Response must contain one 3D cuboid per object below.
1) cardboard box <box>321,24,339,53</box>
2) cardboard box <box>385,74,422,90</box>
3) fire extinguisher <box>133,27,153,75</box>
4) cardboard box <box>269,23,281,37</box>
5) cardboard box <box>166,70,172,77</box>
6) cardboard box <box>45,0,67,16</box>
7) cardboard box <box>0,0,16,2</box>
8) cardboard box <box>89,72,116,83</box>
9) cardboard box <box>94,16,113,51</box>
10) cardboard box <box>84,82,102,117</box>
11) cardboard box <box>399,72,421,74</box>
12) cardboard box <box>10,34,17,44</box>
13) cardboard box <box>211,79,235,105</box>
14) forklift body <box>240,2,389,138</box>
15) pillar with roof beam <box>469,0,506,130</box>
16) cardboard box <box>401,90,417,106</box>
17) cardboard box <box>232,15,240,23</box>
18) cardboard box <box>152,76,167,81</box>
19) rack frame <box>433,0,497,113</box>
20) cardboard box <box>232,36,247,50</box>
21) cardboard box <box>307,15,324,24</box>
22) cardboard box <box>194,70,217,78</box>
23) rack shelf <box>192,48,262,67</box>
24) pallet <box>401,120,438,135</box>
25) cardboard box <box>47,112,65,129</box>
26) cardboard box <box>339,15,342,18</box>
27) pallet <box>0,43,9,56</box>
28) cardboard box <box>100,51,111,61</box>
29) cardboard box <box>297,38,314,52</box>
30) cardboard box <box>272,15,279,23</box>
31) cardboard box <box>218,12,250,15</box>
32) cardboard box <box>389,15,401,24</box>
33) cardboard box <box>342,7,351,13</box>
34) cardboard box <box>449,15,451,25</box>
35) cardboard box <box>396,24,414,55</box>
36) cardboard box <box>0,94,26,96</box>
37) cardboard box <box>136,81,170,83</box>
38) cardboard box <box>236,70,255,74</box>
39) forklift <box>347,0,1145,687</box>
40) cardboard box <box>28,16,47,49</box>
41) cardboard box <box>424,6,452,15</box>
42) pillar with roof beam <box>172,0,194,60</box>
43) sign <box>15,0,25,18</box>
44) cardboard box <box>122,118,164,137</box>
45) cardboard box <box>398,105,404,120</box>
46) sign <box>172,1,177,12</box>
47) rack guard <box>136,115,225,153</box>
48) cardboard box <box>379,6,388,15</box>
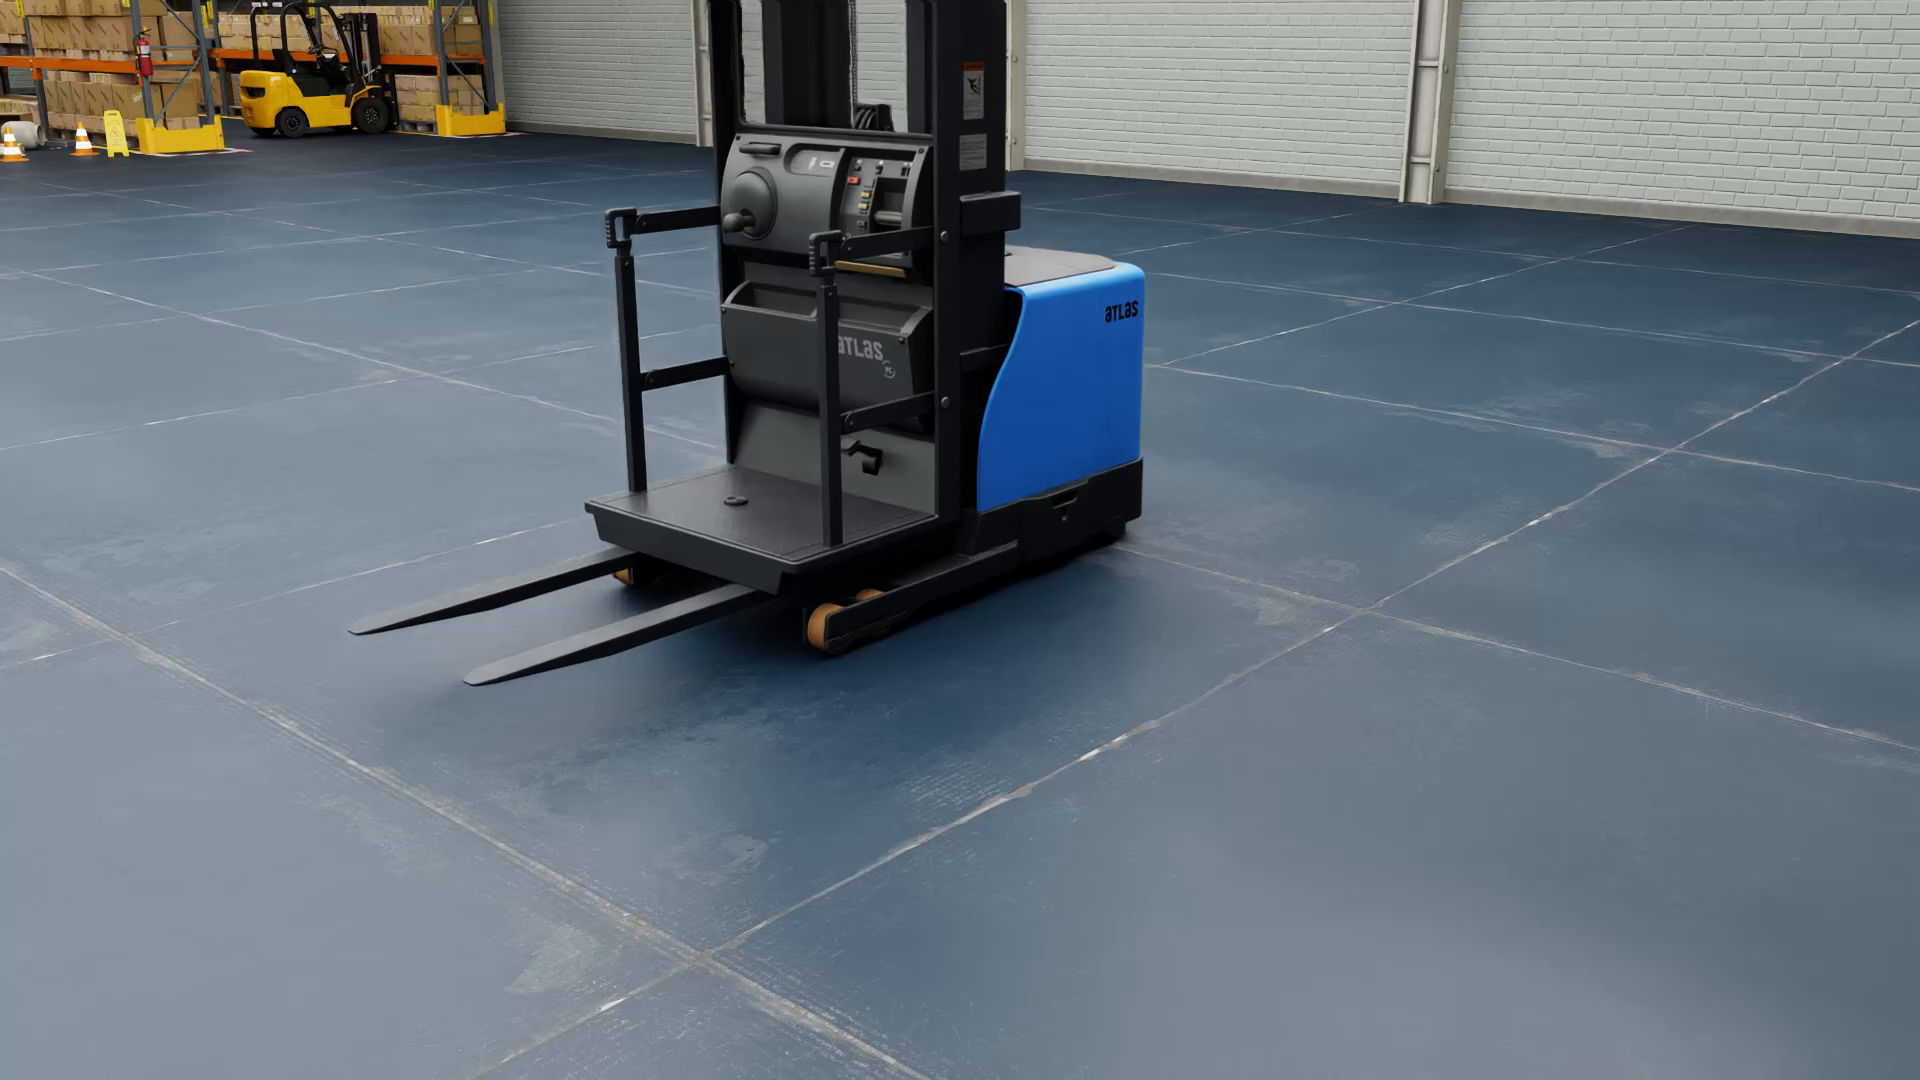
[{"bbox_3d":[-11.267,-9.147,30.310,0.500,0.500,0.500,14,22,38],"label":"cardboard box"},{"bbox_3d":[-9.755,-8.033,29.162,0.500,0.250,0.500,15,23,40],"label":"cardboard box"},{"bbox_3d":[-11.946,-7.157,24.331,0.183,0.674,0.296,15,23,39],"label":"fire extinguisher"},{"bbox_3d":[-12.730,-9.661,31.515,0.500,0.250,0.500,16,23,40],"label":"cardboard box"},{"bbox_3d":[-16.483,-9.842,35.030,0.250,0.149,0.380,15,23,39],"label":"cardboard box"},{"bbox_3d":[-13.807,-8.438,25.931,0.500,0.500,0.700,14,23,38],"label":"cardboard box"},{"bbox_3d":[-15.737,-9.000,27.587,0.250,0.149,0.380,14,22,38],"label":"cardboard box"},{"bbox_3d":[-13.199,-7.142,25.696,0.250,0.149,0.380,16,24,42],"label":"cardboard box"},{"bbox_3d":[-12.686,-7.658,25.127,0.500,0.500,0.500,15,23,39],"label":"cardboard box"},{"bbox_3d":[-13.263,-6.876,25.932,0.500,0.500,0.500,14,23,38],"label":"cardboard box"},{"bbox_3d":[-9.789,-8.257,29.868,0.500,0.250,0.500,14,23,38],"label":"cardboard box"},{"bbox_3d":[-15.471,-8.302,27.534,0.250,0.149,0.380,14,22,38],"label":"cardboard box"},{"bbox_3d":[-14.876,-9.096,33.751,0.500,0.500,0.500,16,24,41],"label":"cardboard box"},{"bbox_3d":[-11.063,-8.008,28.289,1.214,2.155,2.313,15,23,39],"label":"forklift body"},{"bbox_3d":[-11.214,-10.674,25.368,0.400,9.000,9.100,15,23,39],"label":"pillar with roof beam"},{"bbox_3d":[-9.373,-7.702,28.948,0.500,0.250,0.500,15,23,39],"label":"cardboard box"},{"bbox_3d":[-13.965,-10.178,32.485,0.250,0.149,0.380,16,24,41],"label":"cardboard box"},{"bbox_3d":[-16.792,-9.610,35.371,0.500,0.500,0.500,15,23,39],"label":"cardboard box"},{"bbox_3d":[-8.434,-8.444,28.261,0.127,3.000,1.000,15,23,39],"label":"rack frame"},{"bbox_3d":[-13.875,-9.733,32.568,0.500,0.250,0.500,14,23,38],"label":"cardboard box"},{"bbox_3d":[-11.828,-9.623,30.736,0.250,0.149,0.380,16,24,41],"label":"cardboard box"},{"bbox_3d":[-15.514,-9.584,34.219,0.250,0.149,0.380,16,24,41],"label":"cardboard box"},{"bbox_3d":[-15.913,-10.109,34.697,4.000,0.370,1.077,15,23,39],"label":"rack shelf"},{"bbox_3d":[-9.033,-7.259,29.137,1.213,0.211,1.003,15,23,39],"label":"pallet"},{"bbox_3d":[-14.455,-6.834,27.037,0.500,0.250,0.500,14,22,37],"label":"cardboard box"},{"bbox_3d":[-10.953,-9.383,29.982,0.250,0.149,0.380,15,23,39],"label":"cardboard box"},{"bbox_3d":[-16.201,-8.447,28.587,1.213,0.211,1.003,15,23,39],"label":"pallet"},{"bbox_3d":[-12.801,-7.355,25.242,0.250,0.149,0.380,16,23,40],"label":"cardboard box"},{"bbox_3d":[-11.976,-9.218,30.947,0.500,0.250,0.500,16,23,40],"label":"cardboard box"},{"bbox_3d":[-12.804,-9.873,31.524,0.250,0.149,0.380,15,23,40],"label":"cardboard box"},{"bbox_3d":[-14.698,-10.437,33.681,0.500,0.500,0.500,16,24,42],"label":"cardboard box"},{"bbox_3d":[-9.652,-9.013,28.816,0.250,0.149,0.380,14,22,38],"label":"cardboard box"},{"bbox_3d":[-10.807,-9.459,29.728,0.250,0.149,0.380,16,23,40],"label":"cardboard box"},{"bbox_3d":[-8.742,-8.963,28.658,0.250,0.149,0.380,15,23,39],"label":"cardboard box"},{"bbox_3d":[-9.358,-8.638,28.705,0.500,0.500,0.500,16,24,41],"label":"cardboard box"},{"bbox_3d":[-17.293,-7.759,29.751,0.625,0.372,0.950,13,22,36],"label":"cardboard box"},{"bbox_3d":[-12.557,-6.901,26.009,0.500,0.500,0.500,14,22,37],"label":"cardboard box"},{"bbox_3d":[-14.600,-9.544,34.091,0.250,0.149,0.380,17,24,42],"label":"cardboard box"},{"bbox_3d":[-0.612,-1.195,5.532,1.130,2.935,3.031,15,23,39],"label":"forklift"},{"bbox_3d":[-14.573,-8.162,26.714,0.500,0.500,0.500,15,23,39],"label":"cardboard box"},{"bbox_3d":[-8.841,-8.967,28.179,0.250,0.149,0.380,15,23,39],"label":"cardboard box"},{"bbox_3d":[-20.189,-13.083,32.960,0.400,9.000,9.100,15,23,39],"label":"pillar with roof beam"},{"bbox_3d":[-15.083,-8.549,26.678,0.005,0.325,0.100,15,23,39],"label":"sign"},{"bbox_3d":[-12.527,-6.316,25.407,0.500,0.250,0.500,15,23,39],"label":"cardboard box"},{"bbox_3d":[-9.729,-7.561,29.330,0.500,0.250,0.500,15,23,40],"label":"cardboard box"},{"bbox_3d":[-17.043,-11.532,36.076,0.005,0.325,0.100,15,23,39],"label":"sign"},{"bbox_3d":[-11.782,-6.144,25.146,0.348,0.500,1.175,15,23,39],"label":"rack guard"},{"bbox_3d":[-9.863,-9.201,28.915,0.250,0.149,0.380,16,23,40],"label":"cardboard box"}]
